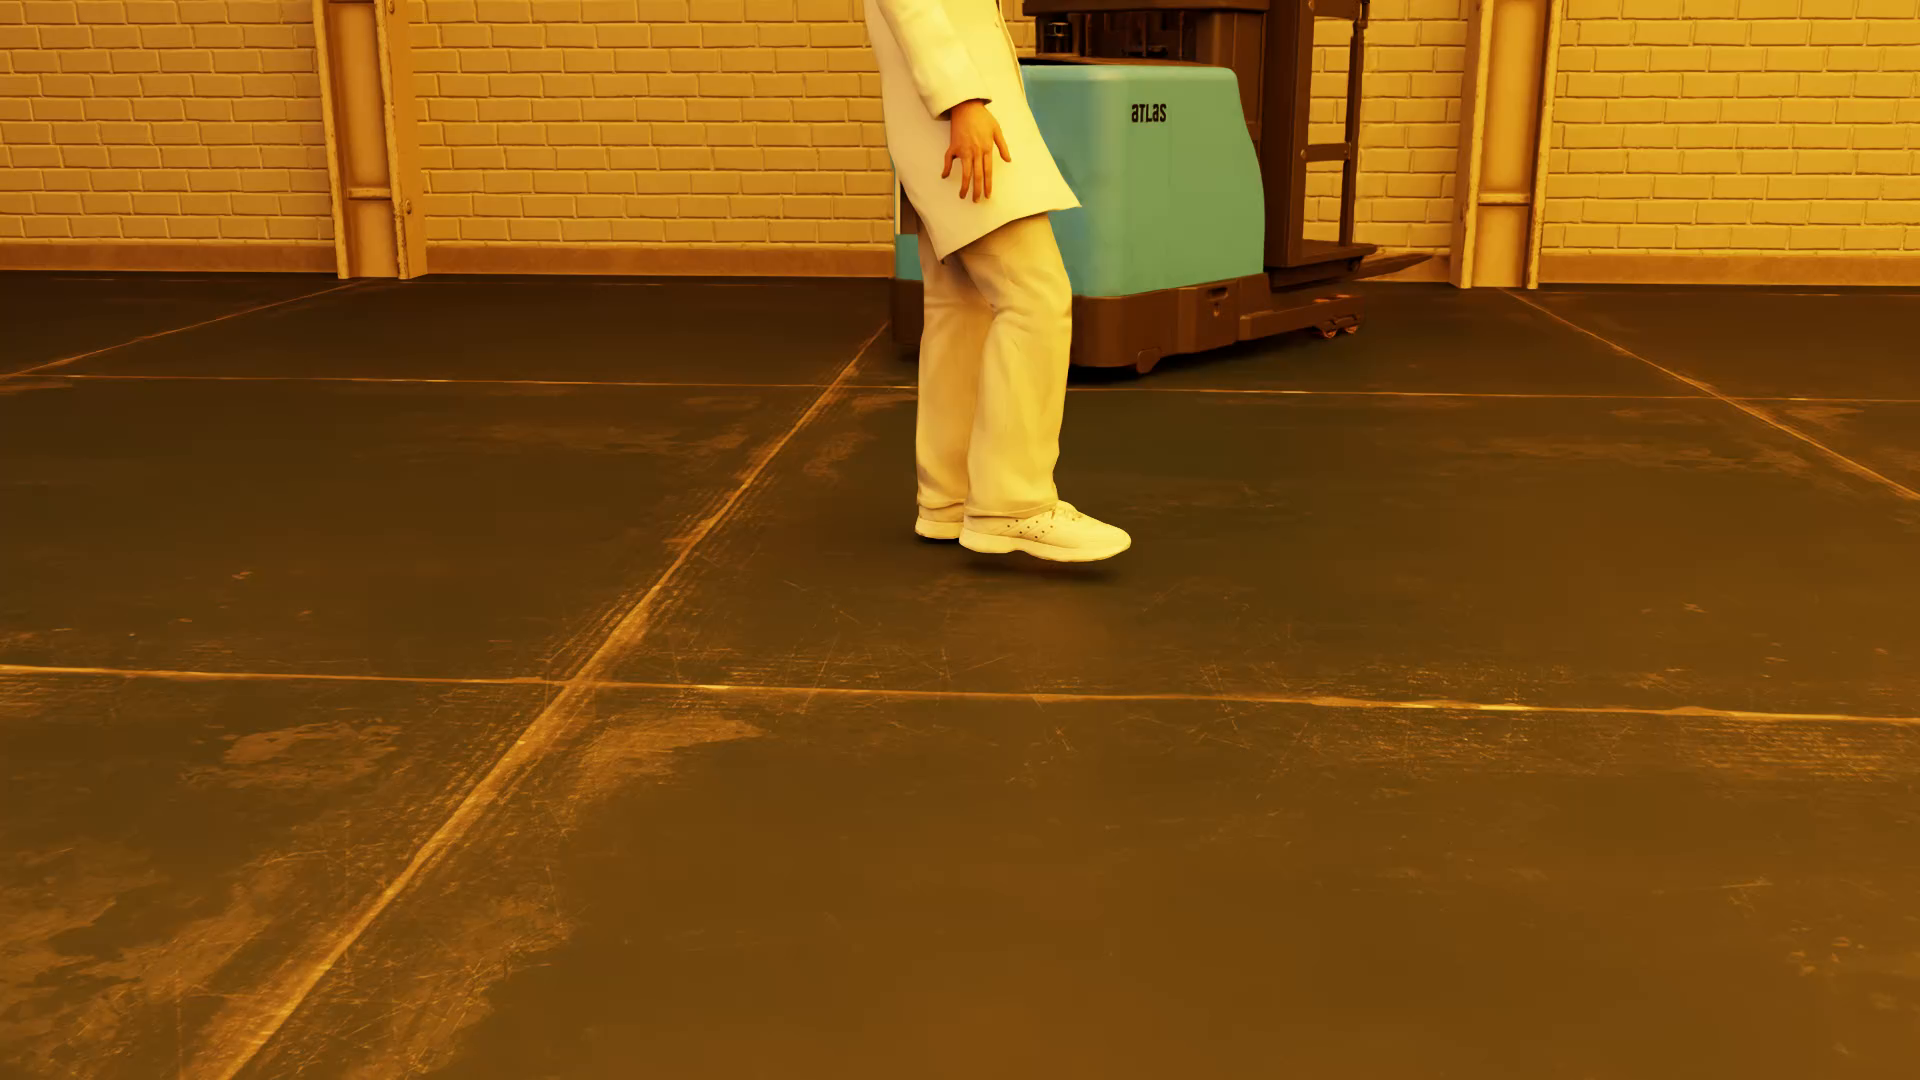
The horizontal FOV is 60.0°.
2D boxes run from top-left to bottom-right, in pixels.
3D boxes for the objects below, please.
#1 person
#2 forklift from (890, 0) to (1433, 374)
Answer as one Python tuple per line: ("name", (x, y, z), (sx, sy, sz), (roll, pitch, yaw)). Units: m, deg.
("person", (0.090, -0.862, 3.567), (0.582, 1.775, 0.696), (1, 15, 4))
("forklift", (1.061, -2.320, 6.763), (1.130, 2.935, 3.031), (12, 19, 38))
